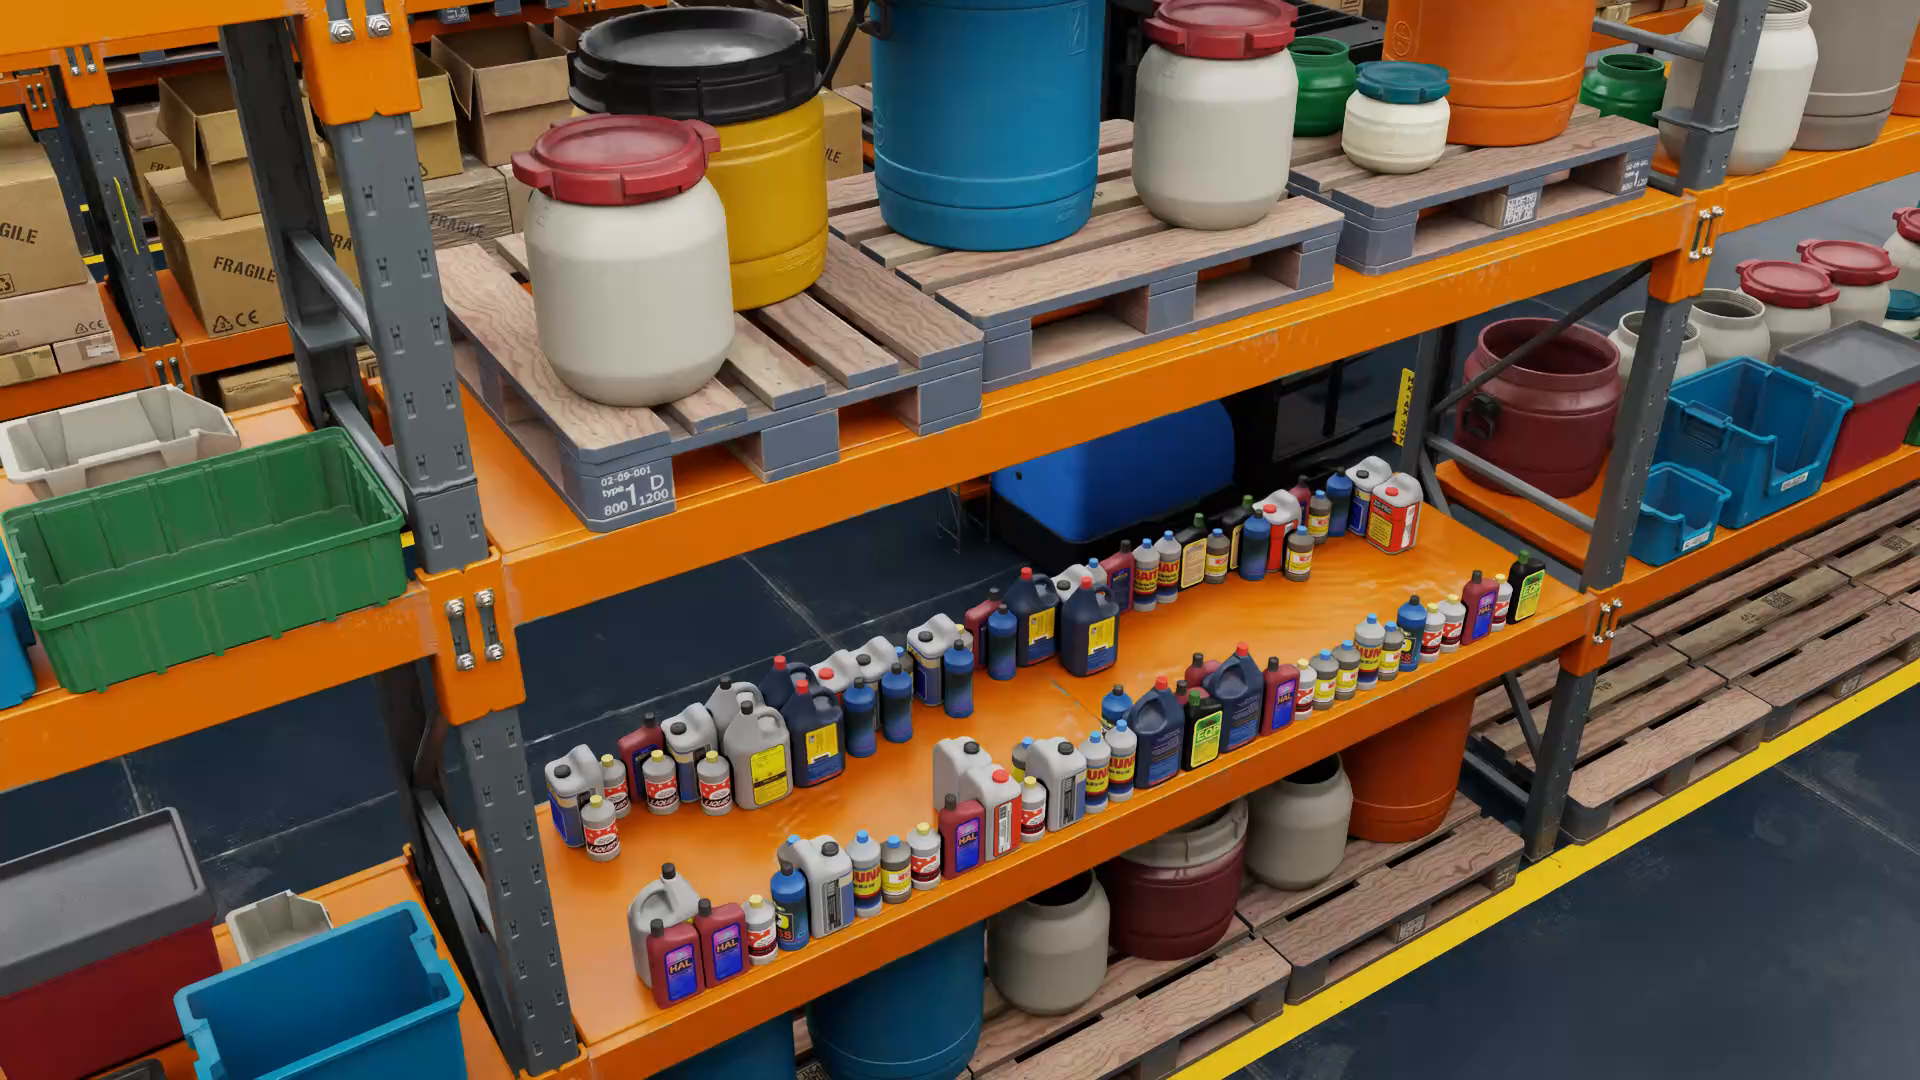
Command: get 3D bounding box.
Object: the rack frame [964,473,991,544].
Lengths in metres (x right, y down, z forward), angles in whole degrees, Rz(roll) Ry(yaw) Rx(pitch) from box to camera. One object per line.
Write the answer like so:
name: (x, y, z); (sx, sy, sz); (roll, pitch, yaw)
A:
rack frame: (0.089, -0.538, 8.478); (0.006, 1.200, 0.240); (-19, 37, -27)

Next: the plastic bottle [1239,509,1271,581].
plastic bottle: (1.073, 0.011, 6.042); (0.097, 0.271, 0.097); (0, 32, 0)

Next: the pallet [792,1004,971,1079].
pallet: (-0.611, 1.925, 5.500); (1.213, 0.211, 1.003); (-19, 37, -27)

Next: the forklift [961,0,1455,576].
forklift: (1.485, -1.635, 8.595); (3.031, 2.935, 1.130); (-21, 38, -29)

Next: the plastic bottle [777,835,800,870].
plastic bottle: (-0.462, 0.915, 4.674); (0.097, 0.201, 0.097); (0, 32, 0)

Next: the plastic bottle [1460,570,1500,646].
plastic bottle: (1.777, 0.218, 5.702); (0.133, 0.283, 0.061); (-19, 37, -27)

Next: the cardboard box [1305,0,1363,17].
cardboard box: (2.015, -3.848, 11.082); (1.000, 1.000, 1.000); (-19, 37, -27)

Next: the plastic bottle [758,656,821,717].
plastic bottle: (-0.531, 0.505, 5.184); (0.185, 0.351, 0.144); (-19, 37, -27)

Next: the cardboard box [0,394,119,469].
cardboard box: (-4.563, -0.395, 8.162); (0.875, 0.875, 0.875); (-19, 37, -27)

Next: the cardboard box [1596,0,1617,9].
cardboard box: (4.418, -4.298, 12.380); (0.500, 0.500, 0.875); (-19, 37, -27)

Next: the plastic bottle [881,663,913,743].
plastic bottle: (-0.198, 0.506, 5.257); (0.097, 0.271, 0.097); (0, 32, 0)

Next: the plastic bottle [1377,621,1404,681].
plastic bottle: (1.425, 0.363, 5.550); (0.097, 0.201, 0.097); (0, 32, 0)

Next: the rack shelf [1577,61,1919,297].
rack shelf: (3.761, -1.748, 6.573); (4.000, 0.370, 1.077); (-19, 37, -27)

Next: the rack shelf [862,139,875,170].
rack shelf: (1.078, -2.701, 10.894); (4.000, 0.370, 1.077); (-19, 37, -27)

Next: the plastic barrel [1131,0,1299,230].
plastic barrel: (0.672, -1.130, 4.397); (0.433, 0.535, 0.433); (0, 32, 0)

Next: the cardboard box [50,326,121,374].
cardboard box: (-4.044, -0.929, 7.647); (0.250, 0.149, 0.380); (-19, 37, -27)

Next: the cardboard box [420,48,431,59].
cardboard box: (-4.057, -3.652, 12.974); (0.500, 0.250, 0.500); (-18, 37, -27)

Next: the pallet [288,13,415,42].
pallet: (-4.847, -4.009, 12.473); (1.213, 0.211, 1.003); (-19, 37, -27)

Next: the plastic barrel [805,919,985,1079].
plastic barrel: (-0.220, 1.306, 5.441); (0.708, 0.901, 0.600); (-19, 37, -27)

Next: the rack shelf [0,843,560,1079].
rack shelf: (-2.963, 1.833, 3.707); (4.000, 0.370, 1.077); (-19, 37, -27)

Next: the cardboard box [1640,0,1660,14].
cardboard box: (5.149, -4.172, 12.788); (0.250, 0.149, 0.380); (-19, 37, -27)

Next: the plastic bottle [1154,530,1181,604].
plastic bottle: (0.734, 0.089, 5.918); (0.097, 0.271, 0.097); (0, 32, 0)

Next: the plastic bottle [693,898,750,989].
plastic bottle: (-0.630, 1.046, 4.389); (0.133, 0.283, 0.061); (-19, 37, -27)

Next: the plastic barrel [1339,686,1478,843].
plastic barrel: (1.678, 0.683, 6.496); (0.708, 0.830, 0.600); (-19, 37, -27)

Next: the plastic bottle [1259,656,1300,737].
plastic bottle: (1.011, 0.482, 5.284); (0.133, 0.283, 0.061); (-19, 37, -27)

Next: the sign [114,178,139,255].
sign: (-3.663, -1.422, 7.307); (0.005, 0.325, 0.100); (-19, 37, -27)

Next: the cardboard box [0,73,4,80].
cardboard box: (-6.681, -3.230, 11.295); (0.250, 0.149, 0.380); (-19, 37, -28)

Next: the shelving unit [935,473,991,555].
shelving unit: (0.012, -0.512, 8.437); (0.189, 1.200, 0.258); (-19, 37, -27)

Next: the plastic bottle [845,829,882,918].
plastic bottle: (-0.266, 0.915, 4.609); (0.097, 0.271, 0.097); (0, 32, 0)

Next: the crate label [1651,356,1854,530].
crate label: (3.062, -0.387, 6.519); (0.616, 0.435, 0.502); (-19, 37, -27)

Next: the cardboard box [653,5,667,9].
cardboard box: (-2.645, -4.042, 14.061); (0.750, 0.750, 1.050); (-20, 37, -28)

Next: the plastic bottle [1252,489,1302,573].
plastic bottle: (1.152, -0.040, 6.118); (0.135, 0.276, 0.152); (-19, 37, -27)

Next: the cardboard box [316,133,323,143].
cardboard box: (-4.926, -3.050, 12.723); (0.500, 0.500, 0.500); (-18, 37, -26)

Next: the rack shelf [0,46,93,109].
rack shelf: (-5.646, -1.657, 6.428); (4.000, 0.370, 1.077); (-19, 37, -27)

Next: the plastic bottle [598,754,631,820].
plastic bottle: (-1.043, 0.730, 4.968); (0.097, 0.201, 0.097); (0, 32, 0)

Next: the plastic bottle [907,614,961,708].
plastic bottle: (-0.087, 0.387, 5.442); (0.135, 0.276, 0.152); (-19, 37, -27)

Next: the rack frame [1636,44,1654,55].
rack frame: (6.121, -4.740, 13.452); (0.127, 3.000, 1.000); (-19, 37, -27)

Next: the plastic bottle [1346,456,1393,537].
plastic bottle: (1.541, -0.173, 6.330); (0.135, 0.276, 0.152); (-19, 37, -27)

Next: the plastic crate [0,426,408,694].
plastic crate: (-1.474, 0.029, 3.279); (0.662, 0.188, 0.450); (-19, 37, -27)

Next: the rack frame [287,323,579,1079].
rack frame: (-1.282, 0.950, 4.432); (0.127, 3.000, 1.000); (-19, 37, -27)

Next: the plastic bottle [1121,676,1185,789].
plastic bottle: (0.587, 0.573, 5.077); (0.185, 0.351, 0.144); (-19, 37, -27)

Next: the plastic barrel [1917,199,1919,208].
plastic barrel: (4.953, -1.598, 8.003); (0.708, 0.901, 0.600); (-19, 37, -27)

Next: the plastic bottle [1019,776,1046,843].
plastic bottle: (0.204, 0.783, 4.884); (0.097, 0.201, 0.097); (0, 32, 0)

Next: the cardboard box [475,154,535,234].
cardboard box: (-2.169, -1.776, 8.660); (0.500, 0.500, 0.500); (-18, 37, -26)

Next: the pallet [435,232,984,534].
pallet: (-0.676, -0.509, 4.111); (1.003, 0.211, 1.213); (-19, 37, -27)

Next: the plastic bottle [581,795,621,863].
plastic bottle: (-1.042, 0.826, 4.815); (0.097, 0.201, 0.097); (0, 32, 0)

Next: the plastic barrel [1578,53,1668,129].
plastic barrel: (2.260, -1.503, 5.656); (0.294, 0.245, 0.294); (0, 32, 0)

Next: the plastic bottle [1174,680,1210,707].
plastic bottle: (0.710, 0.547, 5.181); (0.133, 0.283, 0.061); (-19, 37, -27)

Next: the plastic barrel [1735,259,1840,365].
plastic barrel: (3.539, -0.904, 7.245); (0.433, 0.535, 0.433); (0, 32, 0)

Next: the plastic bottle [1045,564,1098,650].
plastic bottle: (0.376, 0.228, 5.694); (0.135, 0.276, 0.152); (-19, 37, -27)

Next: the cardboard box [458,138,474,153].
cardboard box: (-2.865, -1.865, 8.801); (0.500, 0.500, 0.500); (-19, 37, -28)

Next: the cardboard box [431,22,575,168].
cardboard box: (-2.336, -2.306, 8.559); (0.637, 0.503, 0.797); (-18, 36, -26)

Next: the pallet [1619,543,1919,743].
pallet: (3.777, 0.416, 7.892); (1.213, 0.211, 1.003); (-19, 37, -27)
